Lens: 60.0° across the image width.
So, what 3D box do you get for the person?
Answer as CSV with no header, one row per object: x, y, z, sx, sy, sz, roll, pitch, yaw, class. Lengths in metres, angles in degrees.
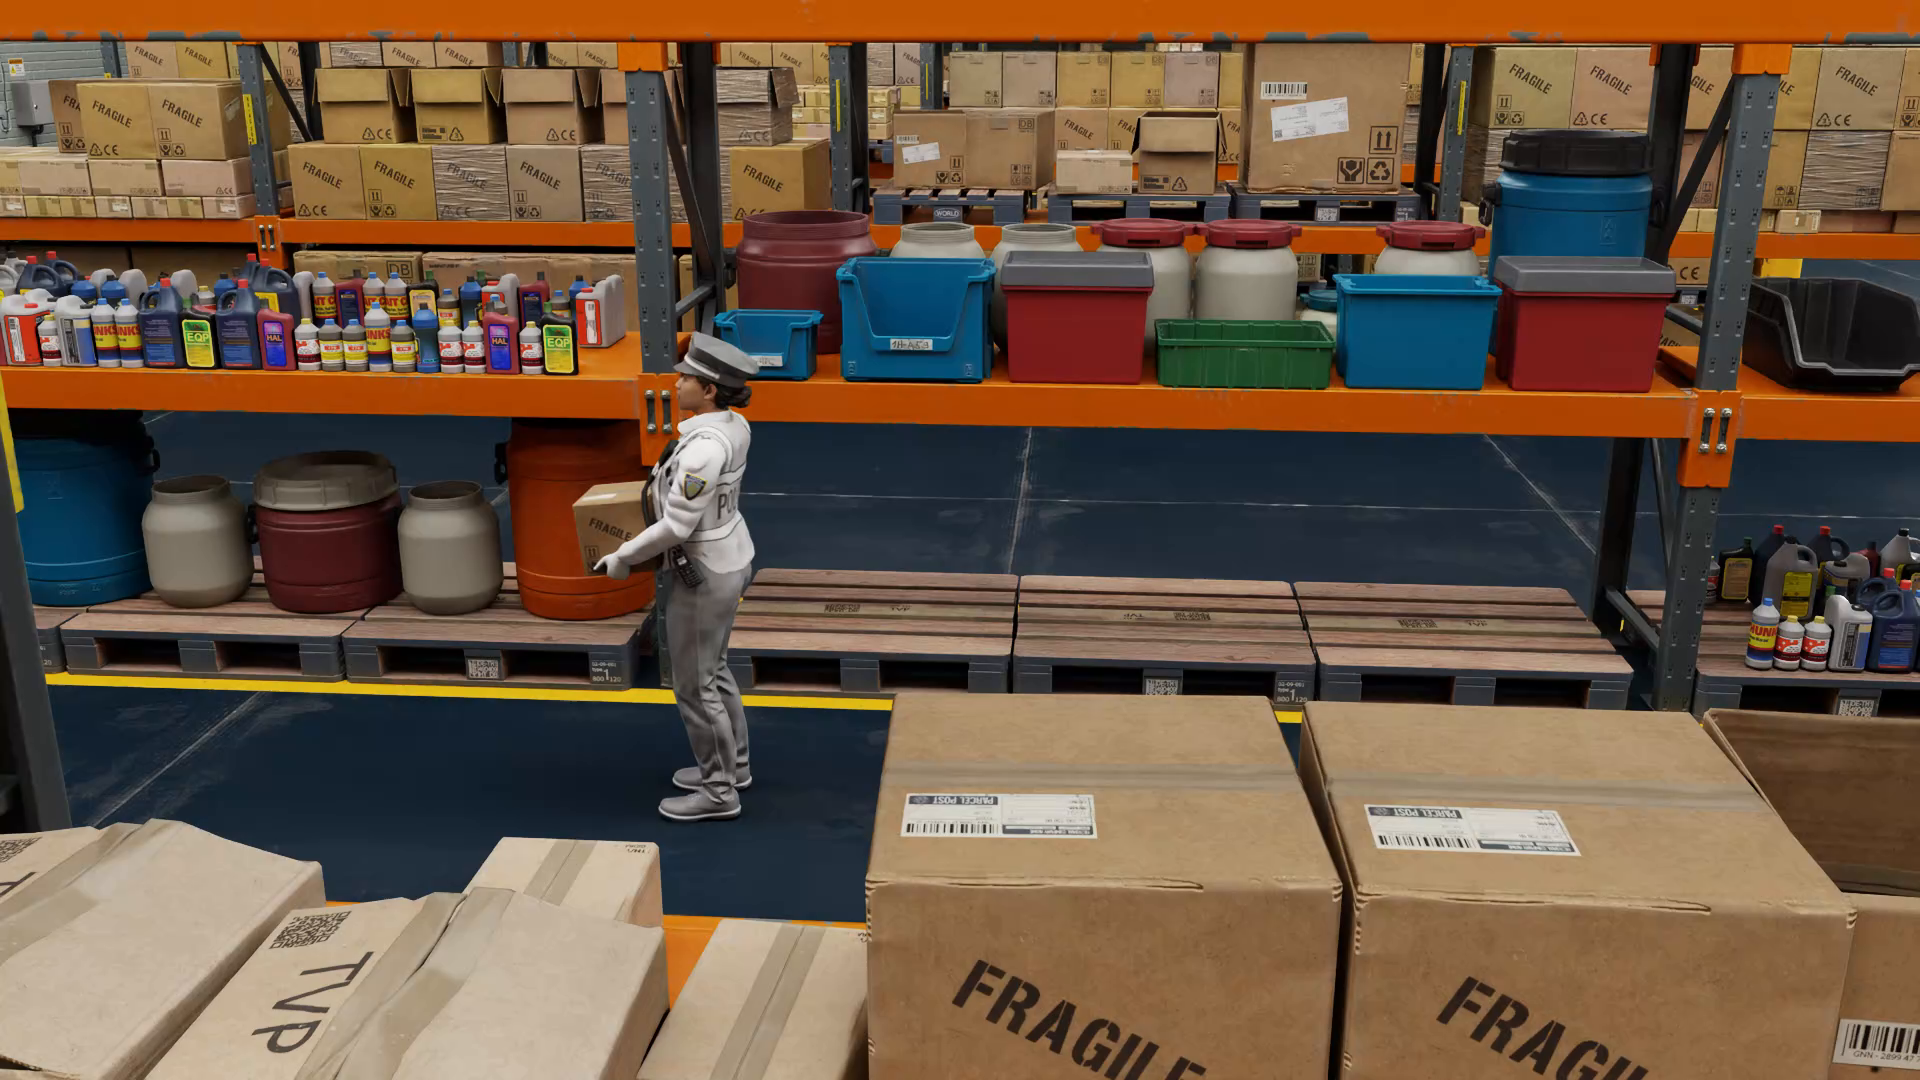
-0.927,0.122,5.632,0.556,1.686,0.461,1,18,4,person
